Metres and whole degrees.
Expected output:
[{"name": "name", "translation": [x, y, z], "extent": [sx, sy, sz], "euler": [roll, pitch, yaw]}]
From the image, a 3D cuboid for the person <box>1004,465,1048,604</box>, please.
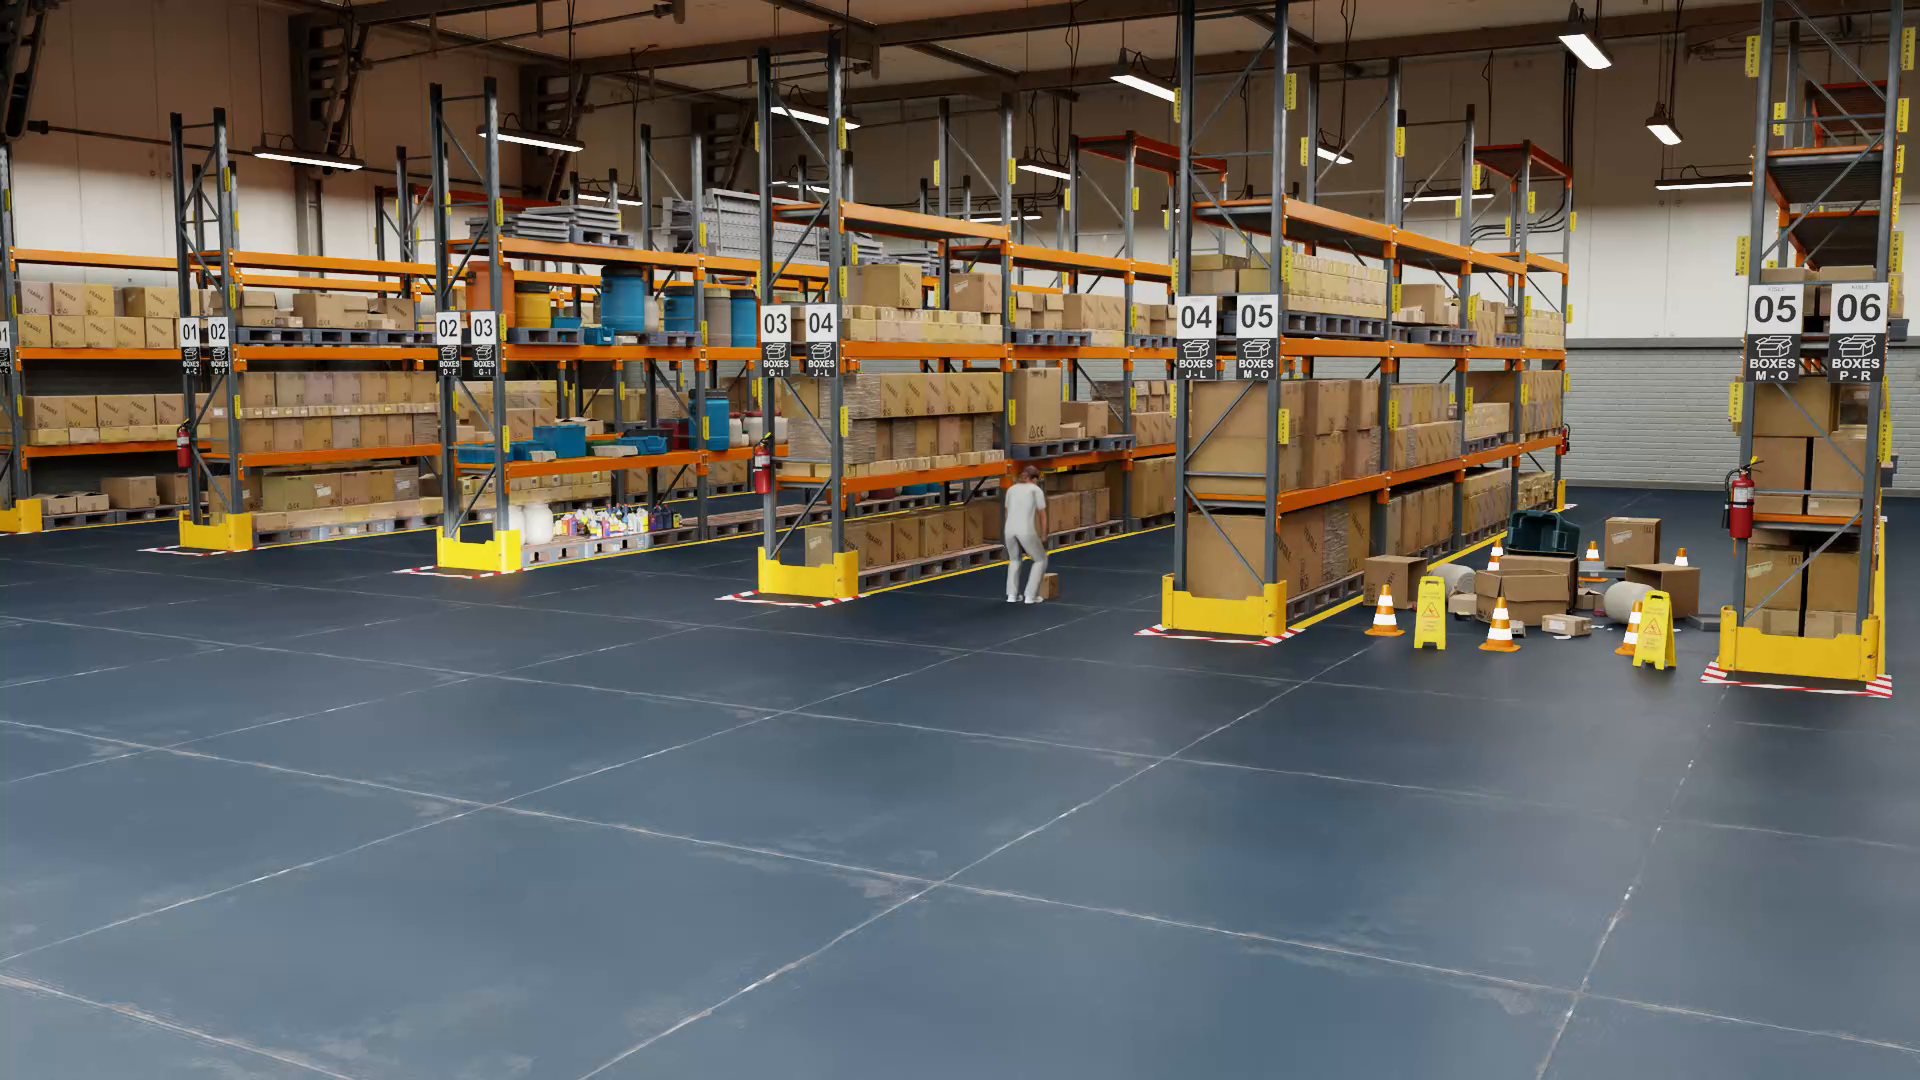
[{"name": "person", "translation": [0.684, -0.061, 17.928], "extent": [0.488, 1.469, 0.575], "euler": [3, 7, 29]}]
